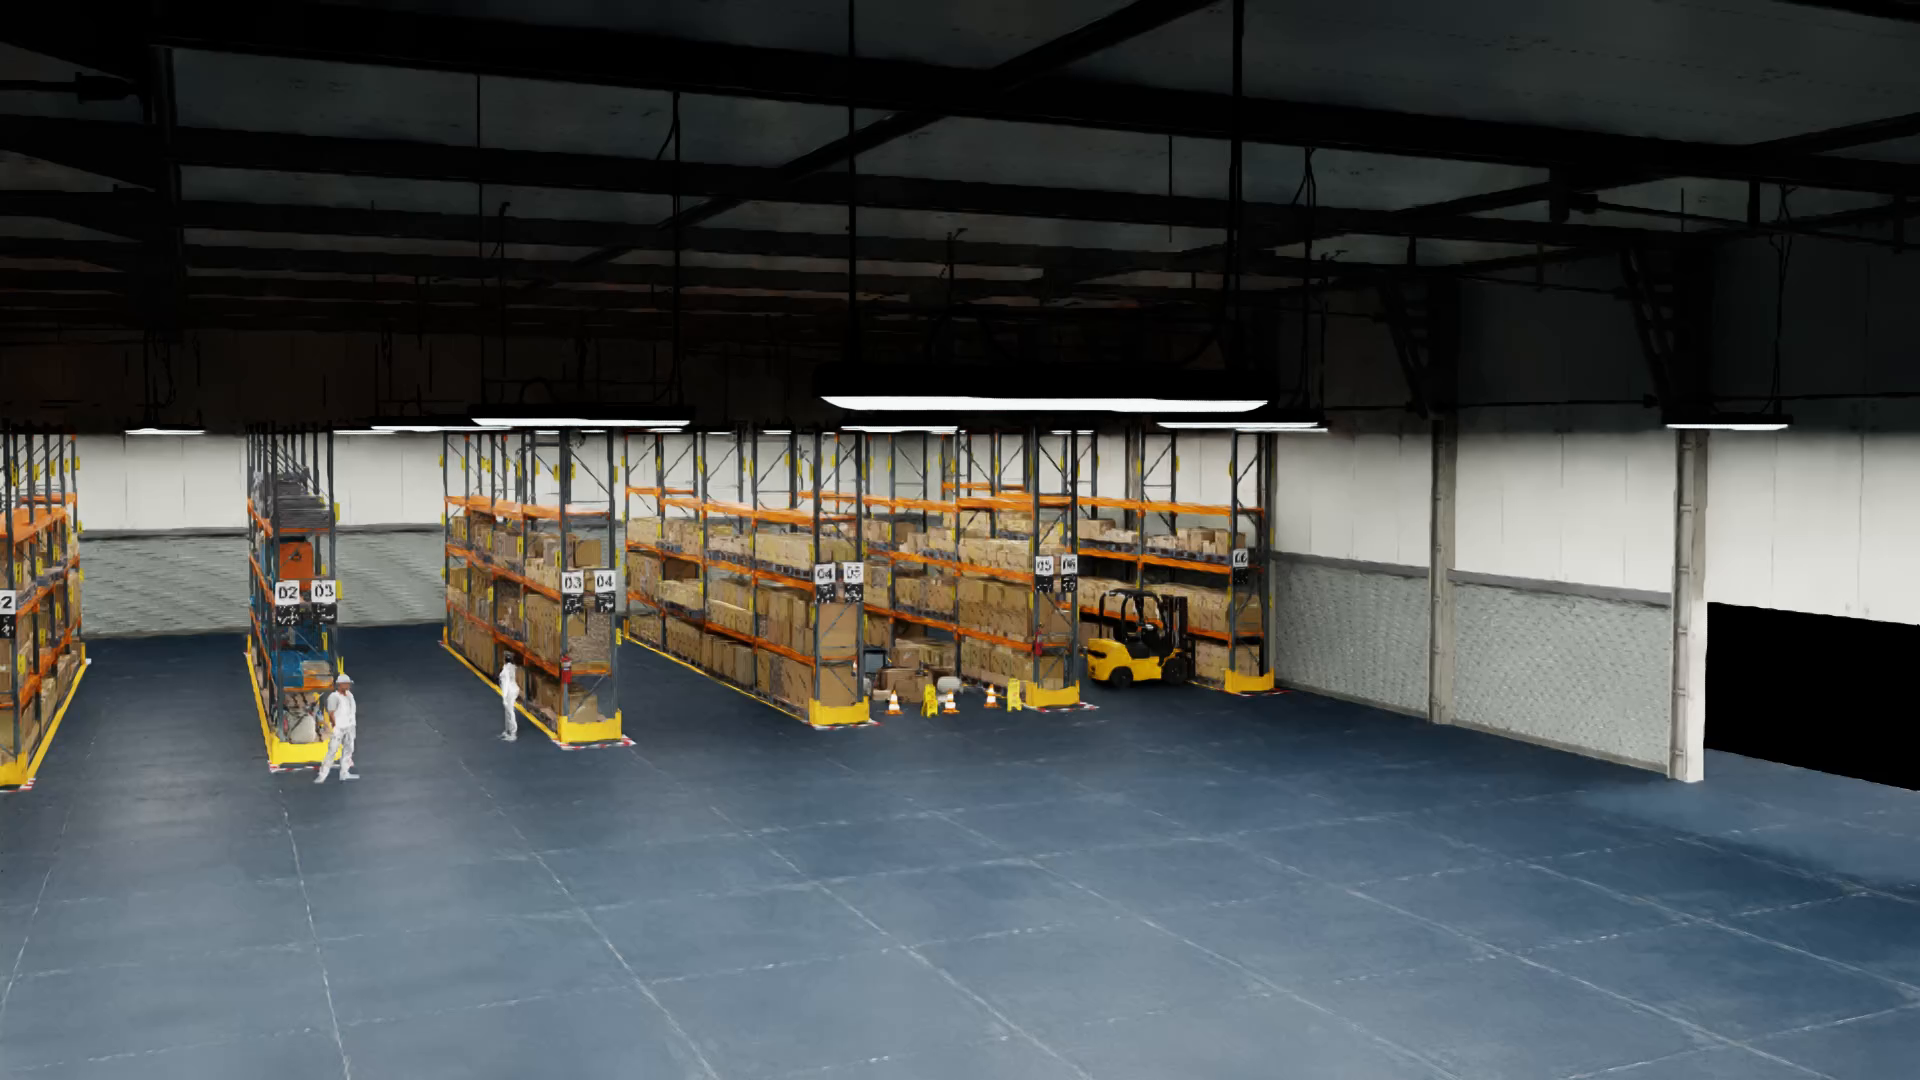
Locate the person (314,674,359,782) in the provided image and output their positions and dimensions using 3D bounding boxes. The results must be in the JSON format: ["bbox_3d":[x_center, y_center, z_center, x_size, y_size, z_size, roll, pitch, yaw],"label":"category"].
[{"bbox_3d":[-10.344,3.115,27.551,0.492,1.780,0.732,1,4,20],"label":"person"}]

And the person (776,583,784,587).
[{"bbox_3d":[-4.887,2.019,44.955,0.585,1.763,0.682,0,4,-1],"label":"person"}]

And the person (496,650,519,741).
[{"bbox_3d":[-8.535,2.924,31.293,0.463,1.664,0.524,0,4,5],"label":"person"}]

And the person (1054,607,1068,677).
[{"bbox_3d":[2.310,2.413,39.465,0.505,1.676,0.567,0,4,1],"label":"person"}]
